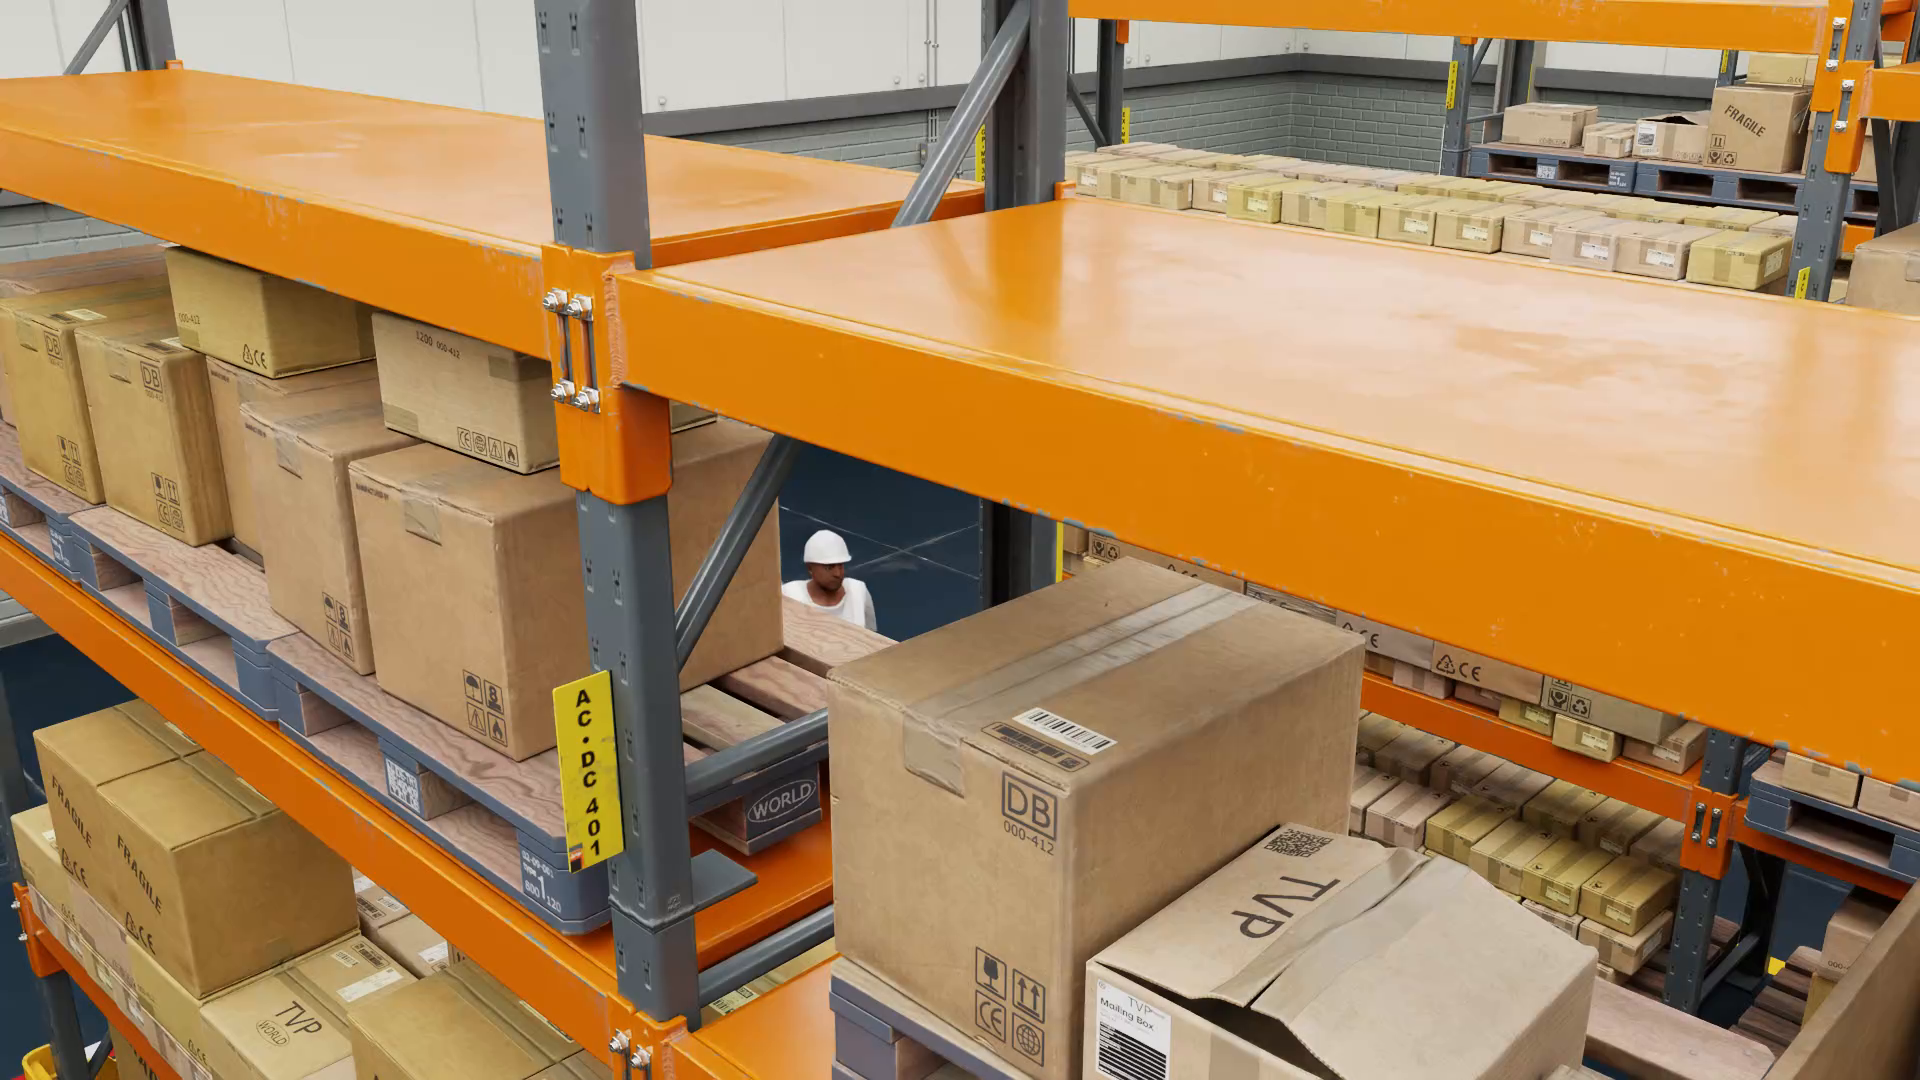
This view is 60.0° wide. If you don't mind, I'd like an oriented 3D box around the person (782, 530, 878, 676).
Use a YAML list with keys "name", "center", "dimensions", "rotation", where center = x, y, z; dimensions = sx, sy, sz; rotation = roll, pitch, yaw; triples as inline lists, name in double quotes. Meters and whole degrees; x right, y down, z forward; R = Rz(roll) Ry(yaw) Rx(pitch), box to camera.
- name: "person"
  center: [-0.683, 0.789, 8.327]
  dimensions: [0.597, 1.777, 0.470]
  rotation: [-8, 22, -21]
